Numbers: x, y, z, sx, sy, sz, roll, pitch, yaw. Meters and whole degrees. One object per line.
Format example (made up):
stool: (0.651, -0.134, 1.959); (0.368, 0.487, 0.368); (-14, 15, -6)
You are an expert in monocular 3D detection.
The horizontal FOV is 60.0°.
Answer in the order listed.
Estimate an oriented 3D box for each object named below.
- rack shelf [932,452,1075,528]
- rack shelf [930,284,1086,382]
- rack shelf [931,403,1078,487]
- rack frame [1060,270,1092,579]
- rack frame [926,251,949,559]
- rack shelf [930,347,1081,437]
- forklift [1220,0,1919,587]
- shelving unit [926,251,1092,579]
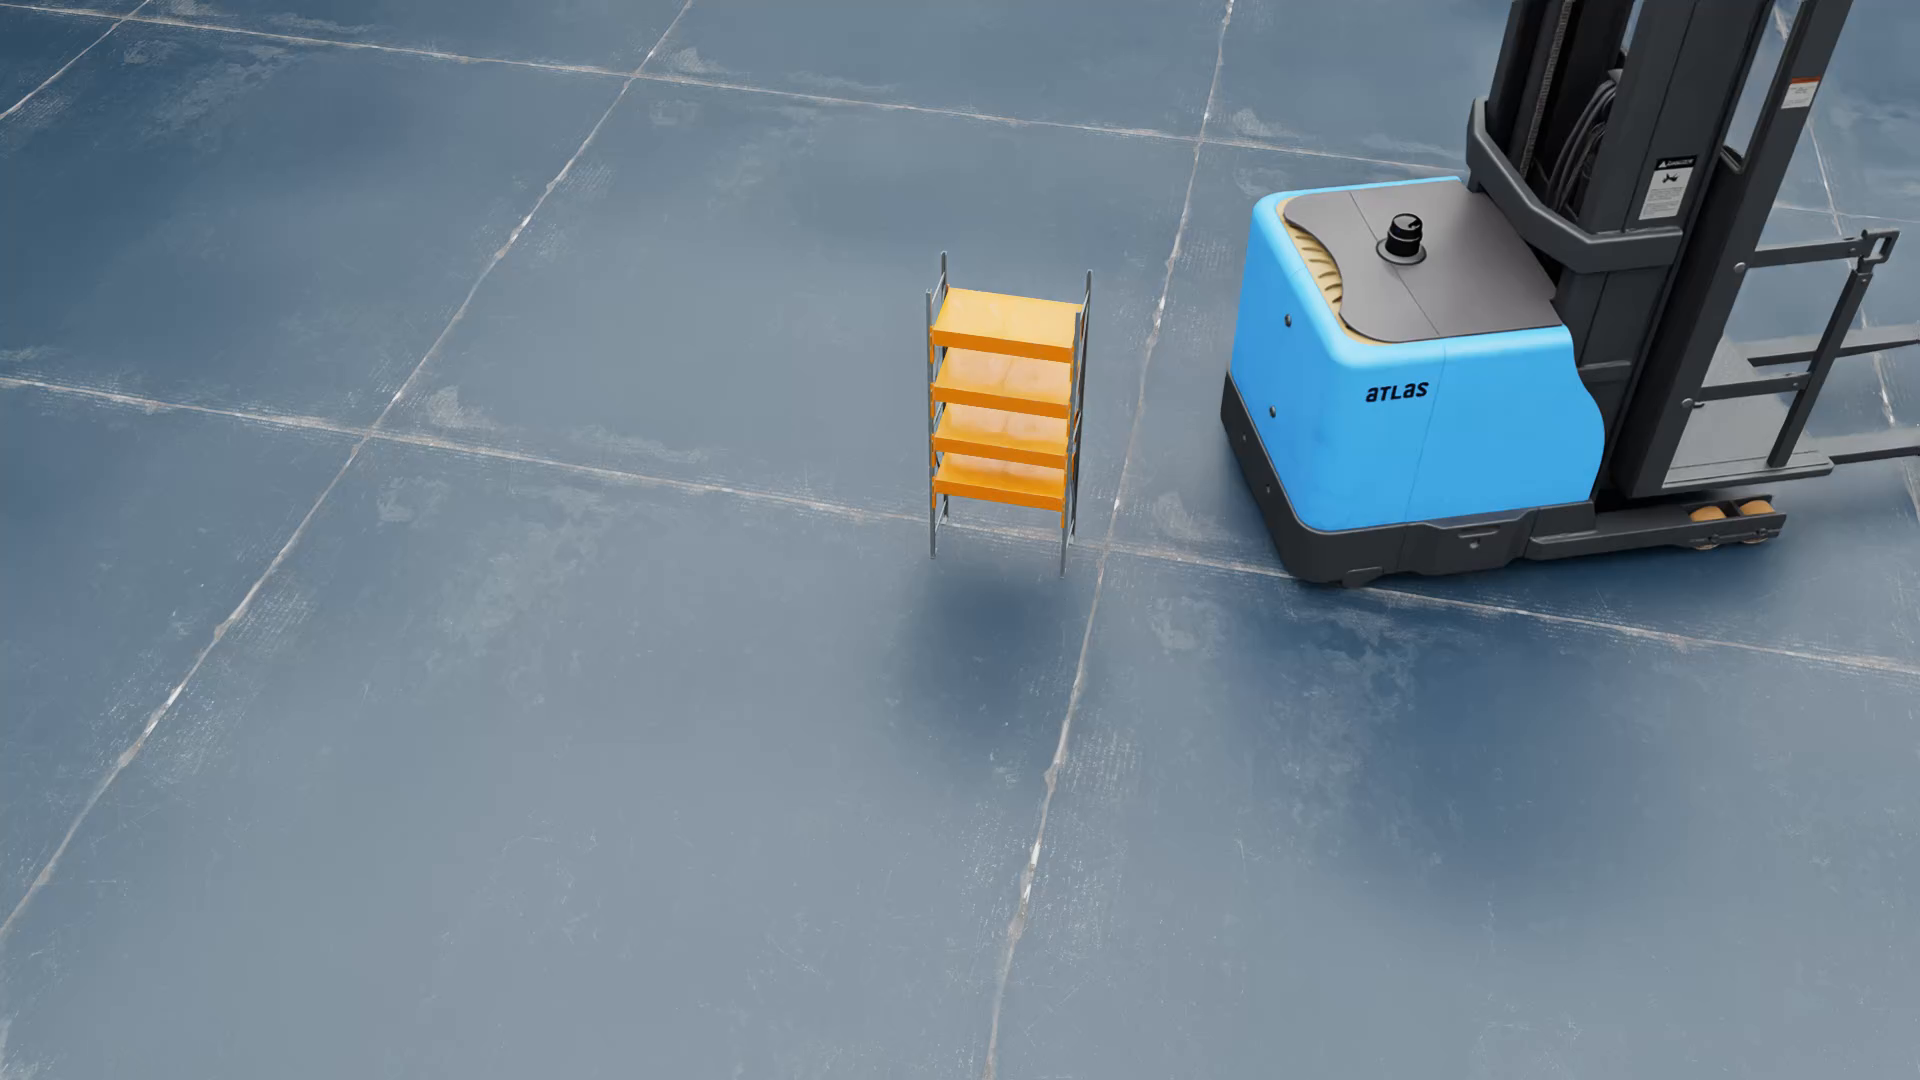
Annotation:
rack shelf: (0.162, -0.216, 5.992); (0.480, 0.148, 0.258); (9, 45, 9)
rack shelf: (0.162, -0.690, 5.535); (0.480, 0.148, 0.258); (9, 45, 9)
rack shelf: (0.162, -0.359, 5.855); (0.480, 0.148, 0.258); (9, 45, 9)
rack frame: (0.400, -0.370, 5.769); (0.015, 1.200, 0.240); (9, 45, 9)
rack frame: (-0.077, -0.444, 5.846); (0.015, 1.200, 0.240); (9, 45, 9)
rack shelf: (0.162, -0.520, 5.699); (0.480, 0.148, 0.258); (9, 45, 9)
forklift: (2.607, -1.376, 5.566); (3.031, 2.935, 1.130); (-7, 44, -7)
shelving unit: (0.162, -0.407, 5.808); (0.503, 1.200, 0.258); (9, 45, 9)
